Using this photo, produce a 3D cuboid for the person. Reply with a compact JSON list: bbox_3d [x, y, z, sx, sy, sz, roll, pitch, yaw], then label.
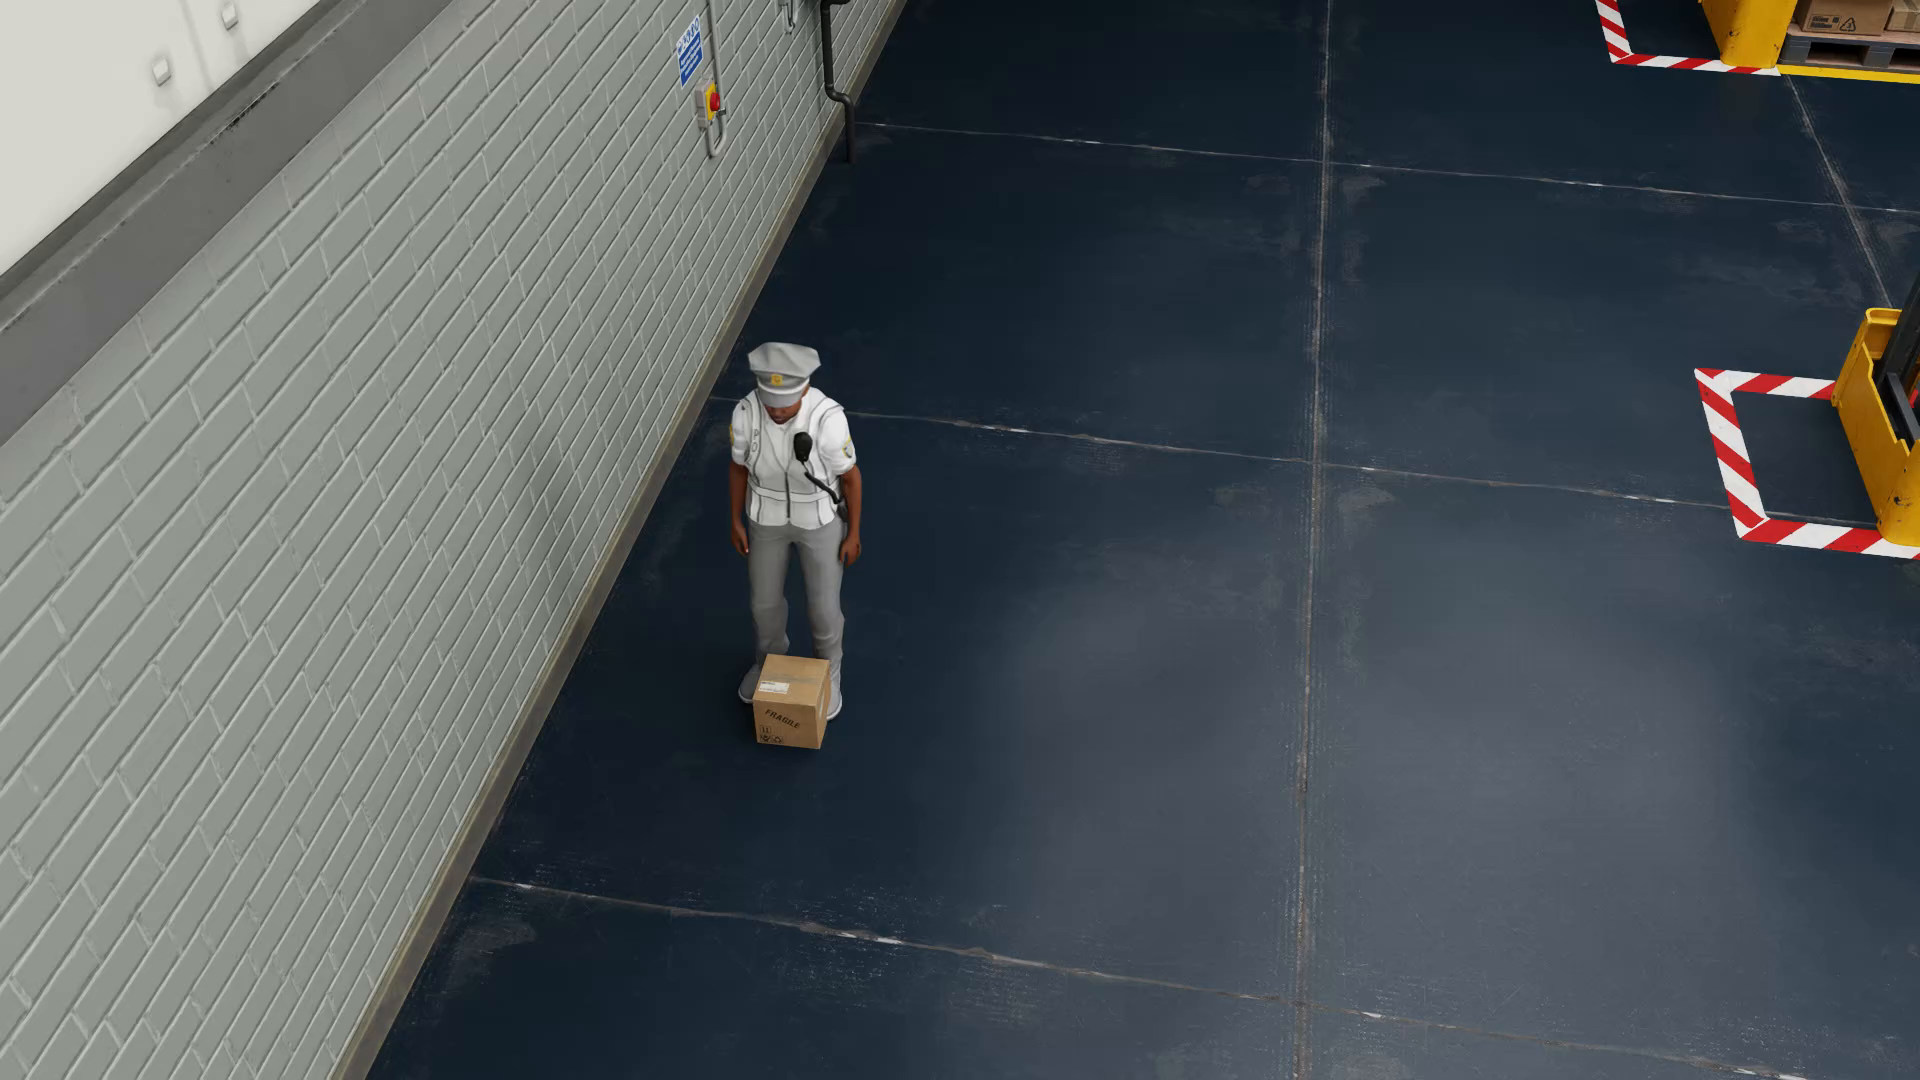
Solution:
[{"bbox_3d":[-0.622,-0.045,6.211,0.517,1.657,0.417,6,41,7],"label":"person"}]
